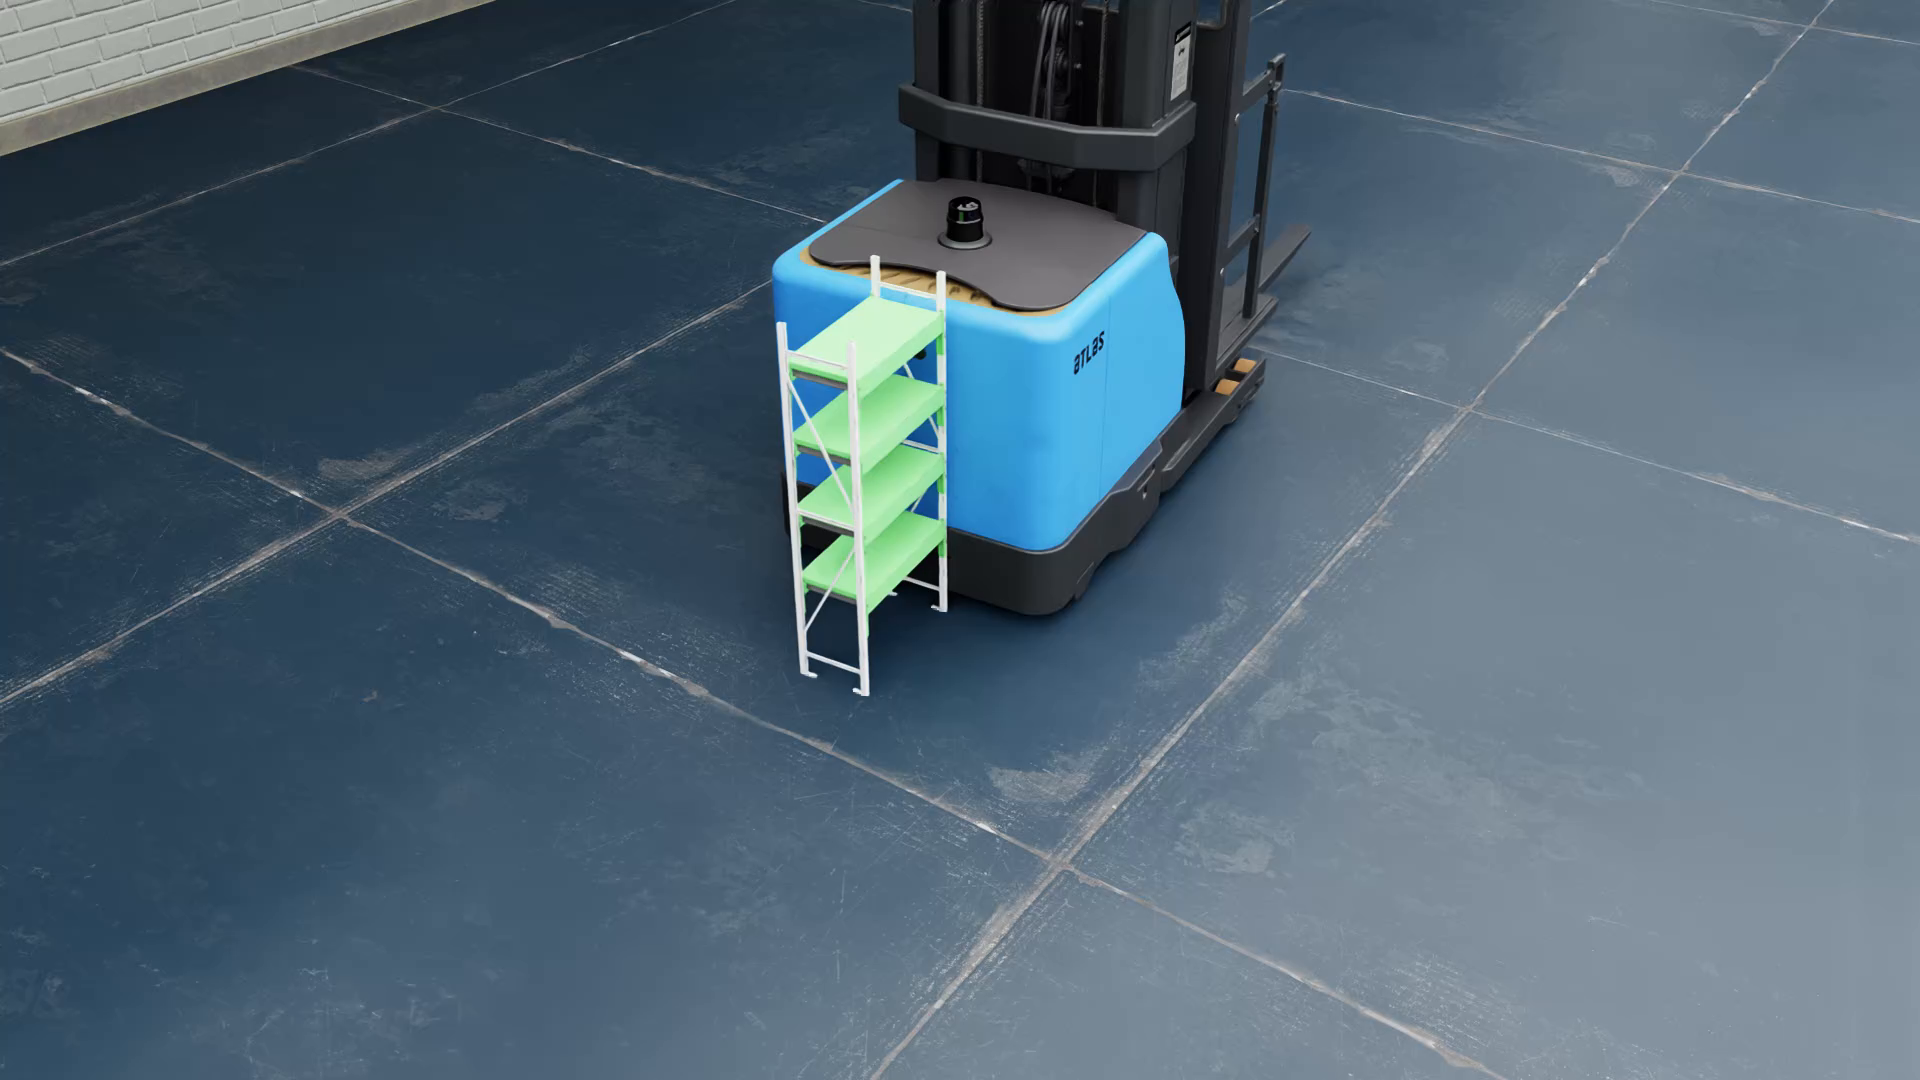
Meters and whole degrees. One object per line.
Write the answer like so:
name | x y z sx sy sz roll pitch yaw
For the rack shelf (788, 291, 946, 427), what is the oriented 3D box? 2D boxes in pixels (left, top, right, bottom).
rack shelf | -0.267 -0.520 4.705 0.258 0.148 0.480 17 38 23

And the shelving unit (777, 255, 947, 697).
shelving unit | -0.267 -0.175 4.938 0.258 1.200 0.503 17 38 23

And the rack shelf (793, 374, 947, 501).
rack shelf | -0.267 -0.321 4.839 0.258 0.148 0.480 17 38 23

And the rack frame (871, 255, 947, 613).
rack frame | -0.151 -0.295 5.115 0.240 1.200 0.015 17 38 23

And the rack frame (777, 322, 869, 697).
rack frame | -0.384 -0.055 4.760 0.240 1.200 0.015 17 38 23

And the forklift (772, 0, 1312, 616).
forklift | 0.550 -1.778 5.763 1.130 2.935 3.031 17 38 23

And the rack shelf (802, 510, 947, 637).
rack shelf | -0.267 0.077 5.108 0.258 0.148 0.480 17 38 23

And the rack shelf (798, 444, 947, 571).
rack shelf | -0.267 -0.122 4.973 0.258 0.148 0.480 17 38 23
